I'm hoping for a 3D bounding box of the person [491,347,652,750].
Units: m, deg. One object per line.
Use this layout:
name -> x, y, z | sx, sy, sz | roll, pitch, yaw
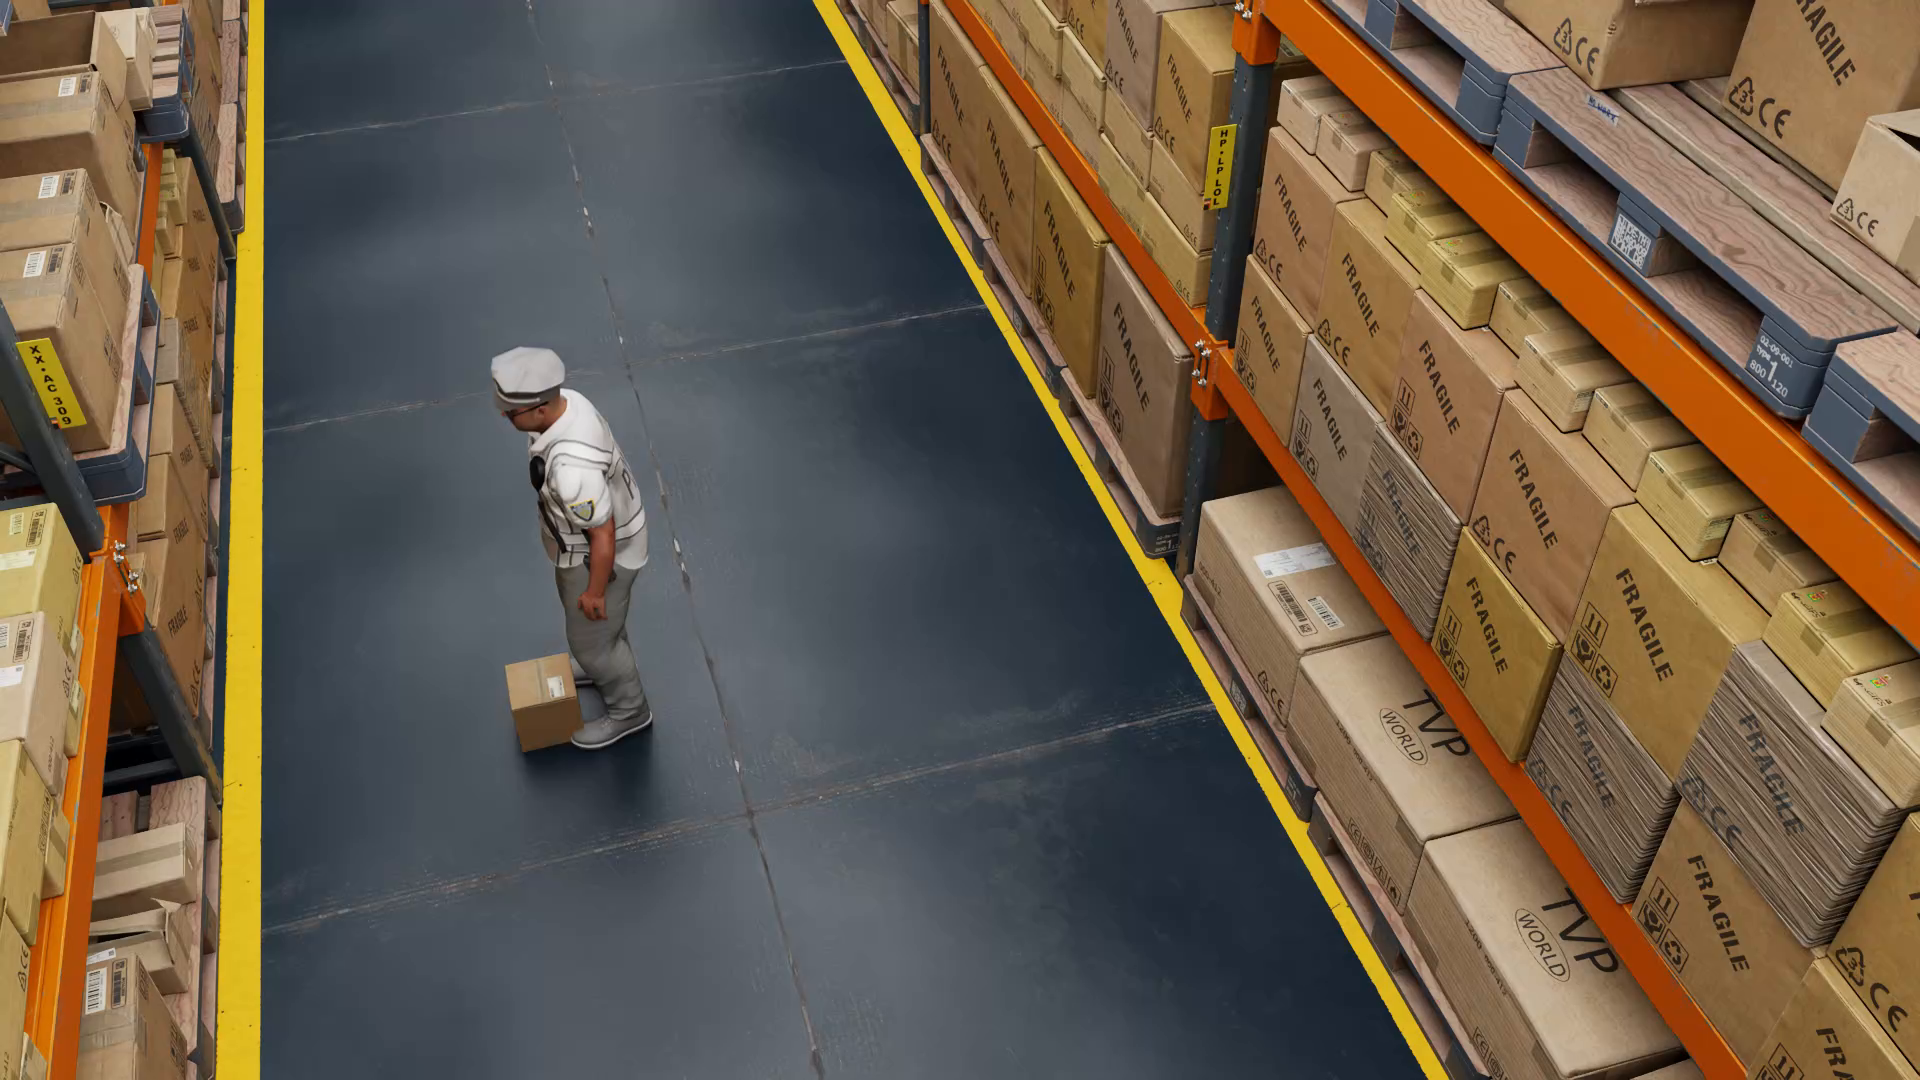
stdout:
person -> -1.372, 0.022, 6.130 | 0.439, 1.746, 0.591 | -14, 44, -15
